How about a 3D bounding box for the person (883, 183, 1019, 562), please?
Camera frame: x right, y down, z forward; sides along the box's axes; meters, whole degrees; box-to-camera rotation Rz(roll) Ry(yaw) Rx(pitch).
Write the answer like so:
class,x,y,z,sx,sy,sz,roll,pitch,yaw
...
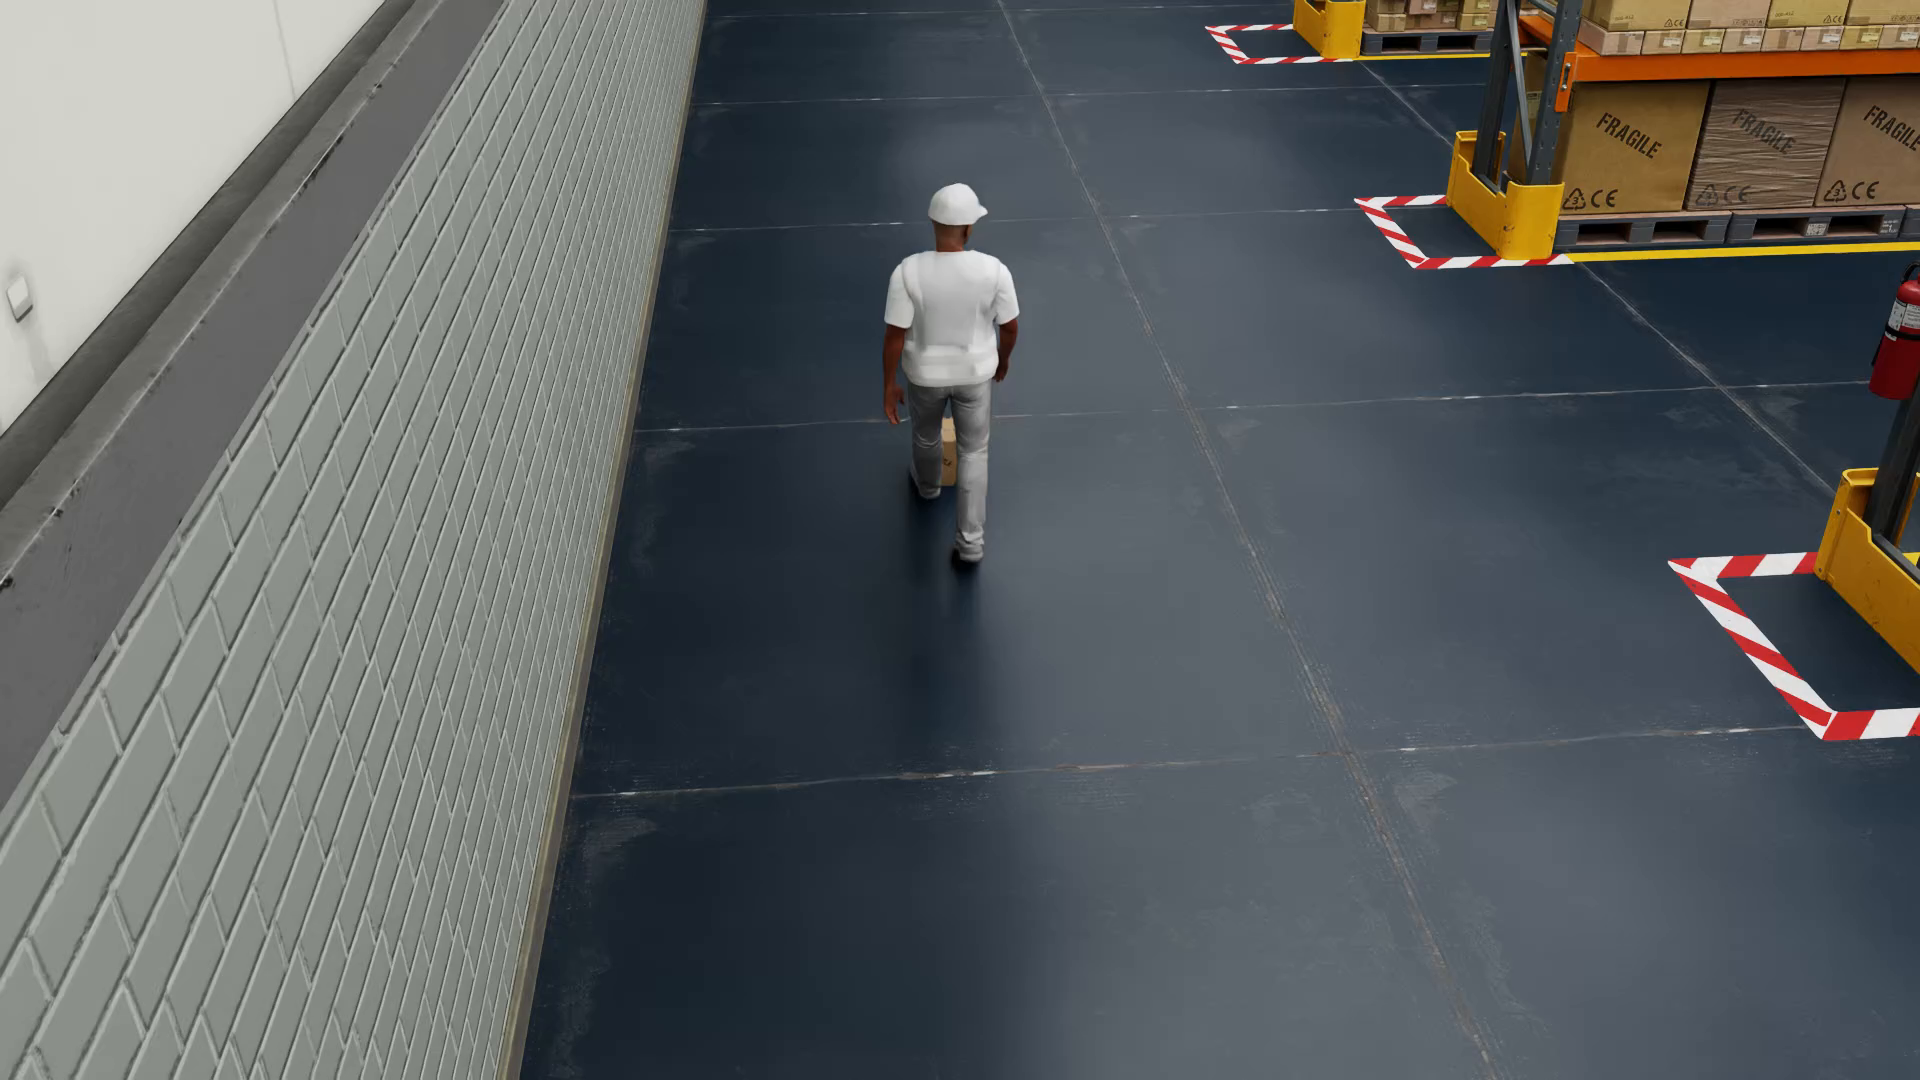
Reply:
class,x,y,z,sx,sy,sz,roll,pitch,yaw
person,-0.040,-0.824,7.509,0.596,1.717,0.971,0,31,0
